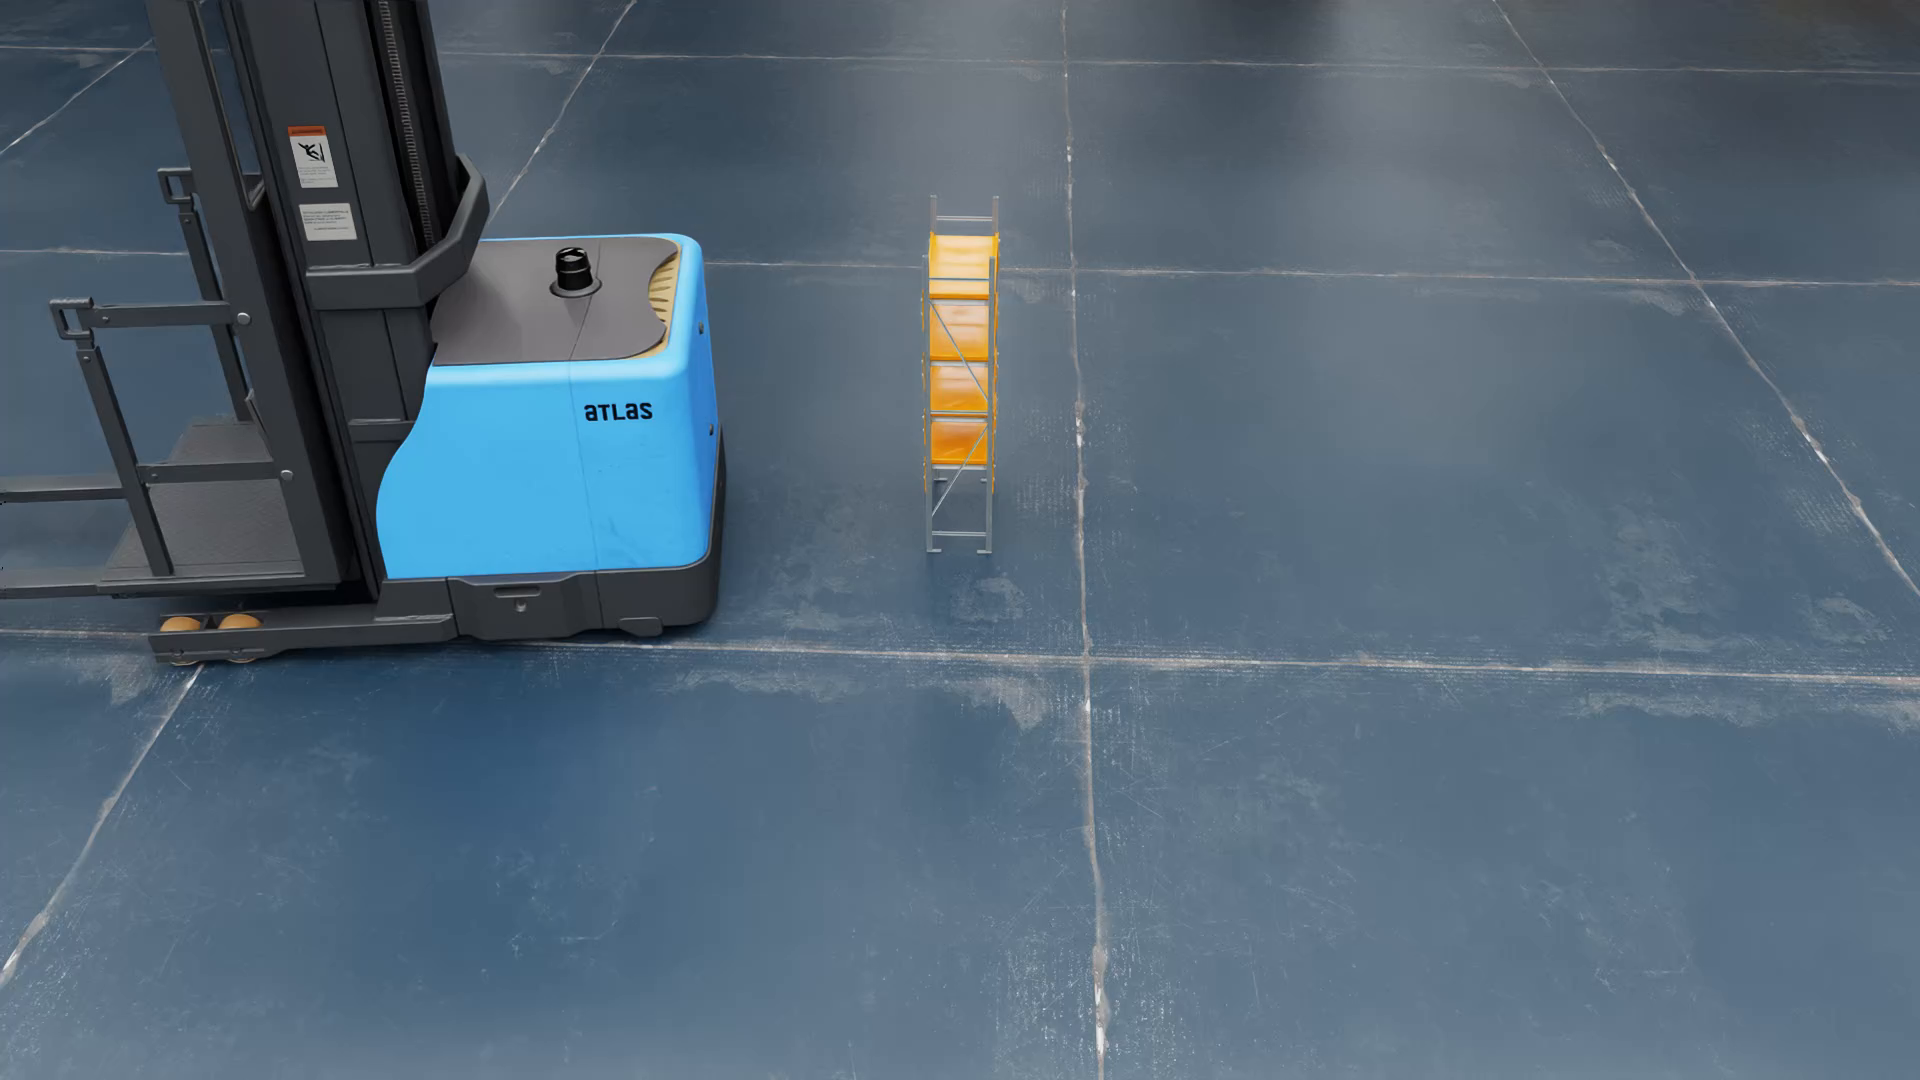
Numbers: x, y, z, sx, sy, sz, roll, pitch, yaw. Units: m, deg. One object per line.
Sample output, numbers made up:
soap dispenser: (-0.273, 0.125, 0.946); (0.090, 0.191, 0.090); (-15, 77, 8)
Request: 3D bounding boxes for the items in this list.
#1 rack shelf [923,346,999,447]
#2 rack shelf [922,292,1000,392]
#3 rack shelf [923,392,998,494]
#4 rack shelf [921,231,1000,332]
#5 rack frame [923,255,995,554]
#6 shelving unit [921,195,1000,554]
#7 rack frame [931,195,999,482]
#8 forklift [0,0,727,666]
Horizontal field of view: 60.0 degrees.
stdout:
rack shelf: (0.007, -0.531, 6.079); (0.258, 0.148, 0.480); (1, 35, 2)
rack shelf: (0.007, -0.714, 5.950); (0.258, 0.148, 0.480); (1, 35, 2)
rack shelf: (0.007, -0.368, 6.193); (0.258, 0.148, 0.480); (1, 35, 2)
rack shelf: (0.007, -0.907, 5.814); (0.258, 0.148, 0.480); (1, 35, 2)
rack frame: (-0.003, -0.446, 5.841); (0.240, 1.200, 0.015); (1, 35, 2)
shelving unit: (0.007, -0.586, 6.040); (0.258, 1.200, 0.503); (1, 35, 2)
rack frame: (0.016, -0.726, 6.240); (0.240, 1.200, 0.015); (1, 35, 2)
forklift: (-2.390, -1.089, 5.251); (3.031, 2.935, 1.130); (-2, 35, -3)
